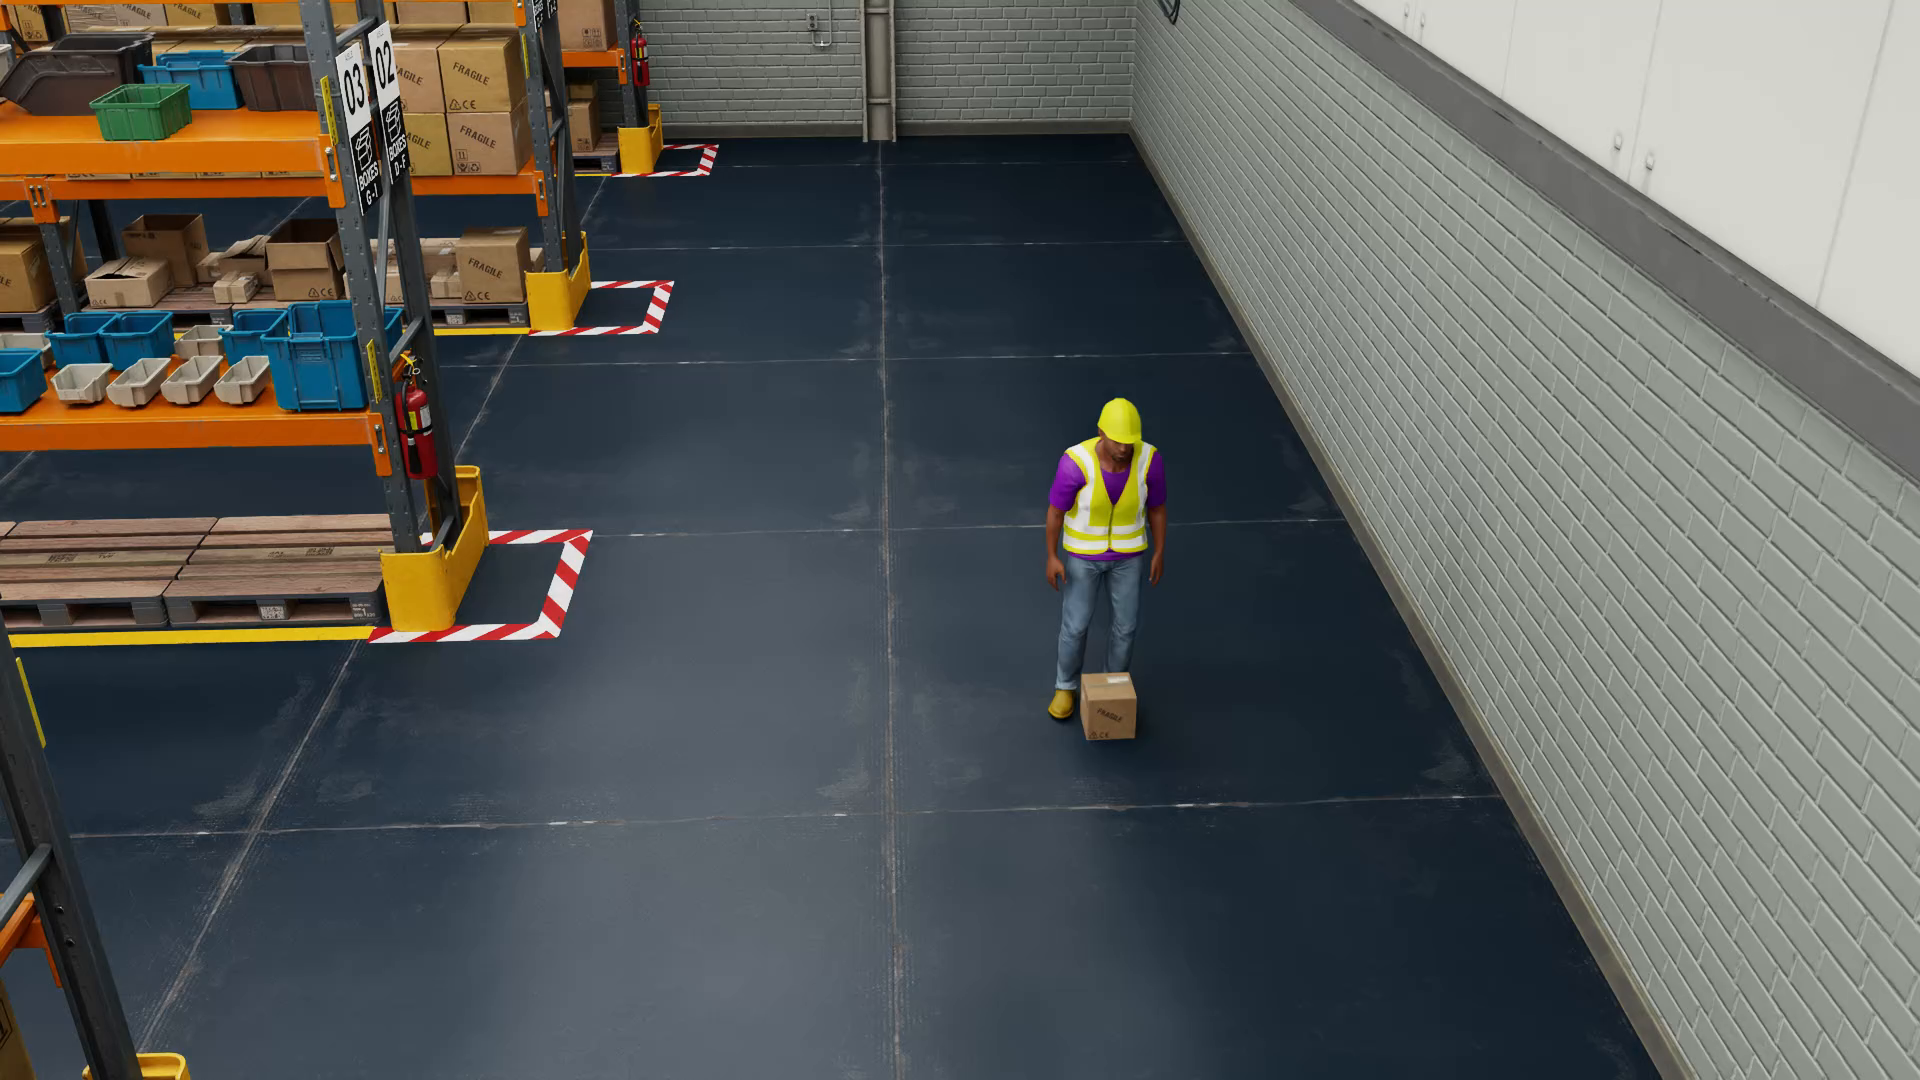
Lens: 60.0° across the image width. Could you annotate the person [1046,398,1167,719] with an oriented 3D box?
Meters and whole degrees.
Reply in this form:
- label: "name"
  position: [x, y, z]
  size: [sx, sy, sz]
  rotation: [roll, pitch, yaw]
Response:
- label: "person"
  position: [0.744, 0.083, 8.441]
  size: [0.624, 1.759, 0.463]
  rotation: [-2, 28, -5]
